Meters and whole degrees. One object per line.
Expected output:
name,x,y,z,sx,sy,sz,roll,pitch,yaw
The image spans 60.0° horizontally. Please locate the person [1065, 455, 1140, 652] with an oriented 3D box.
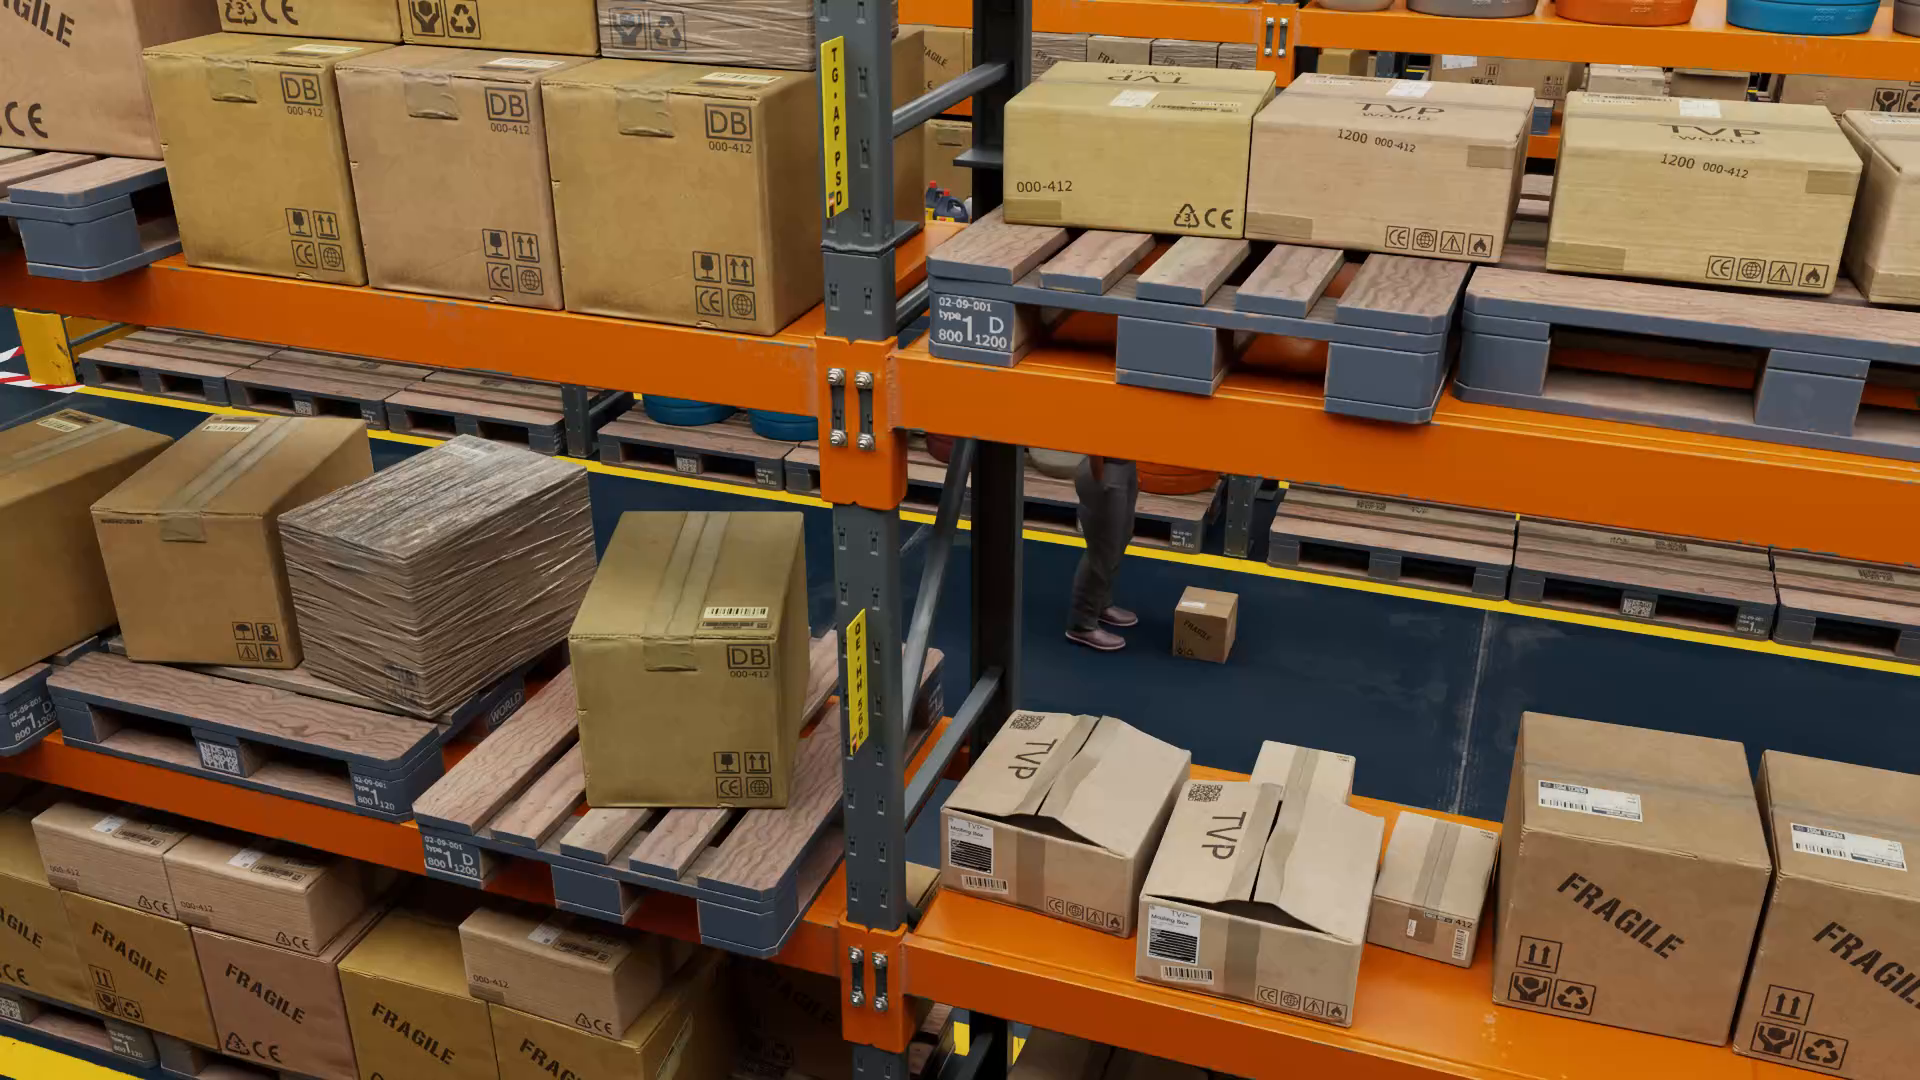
person,0.700,-0.306,7.754,0.299,1.658,0.437,9,27,19
